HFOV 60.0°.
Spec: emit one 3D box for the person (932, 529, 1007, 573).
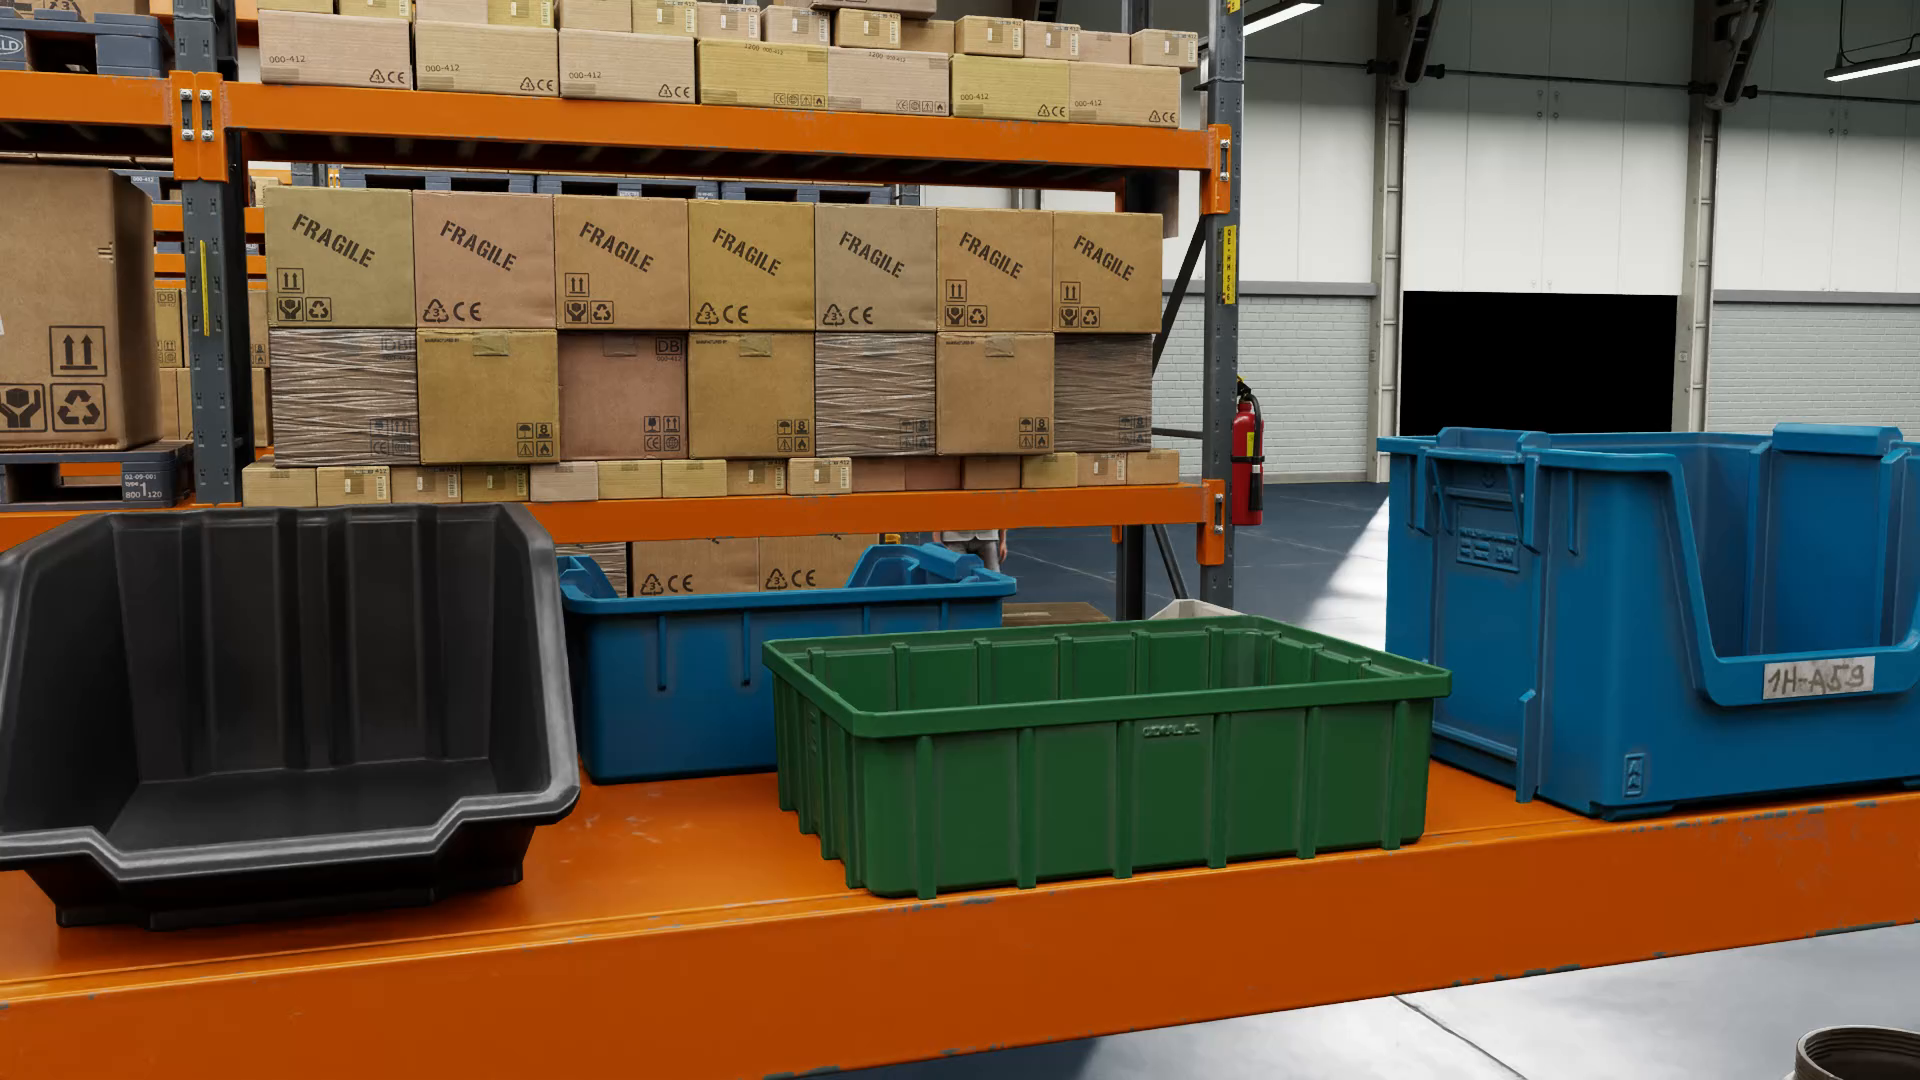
[{"bbox_3d":[0.054,0.031,9.471,0.459,1.593,0.347,-2,6,-19],"label":"person"}]
